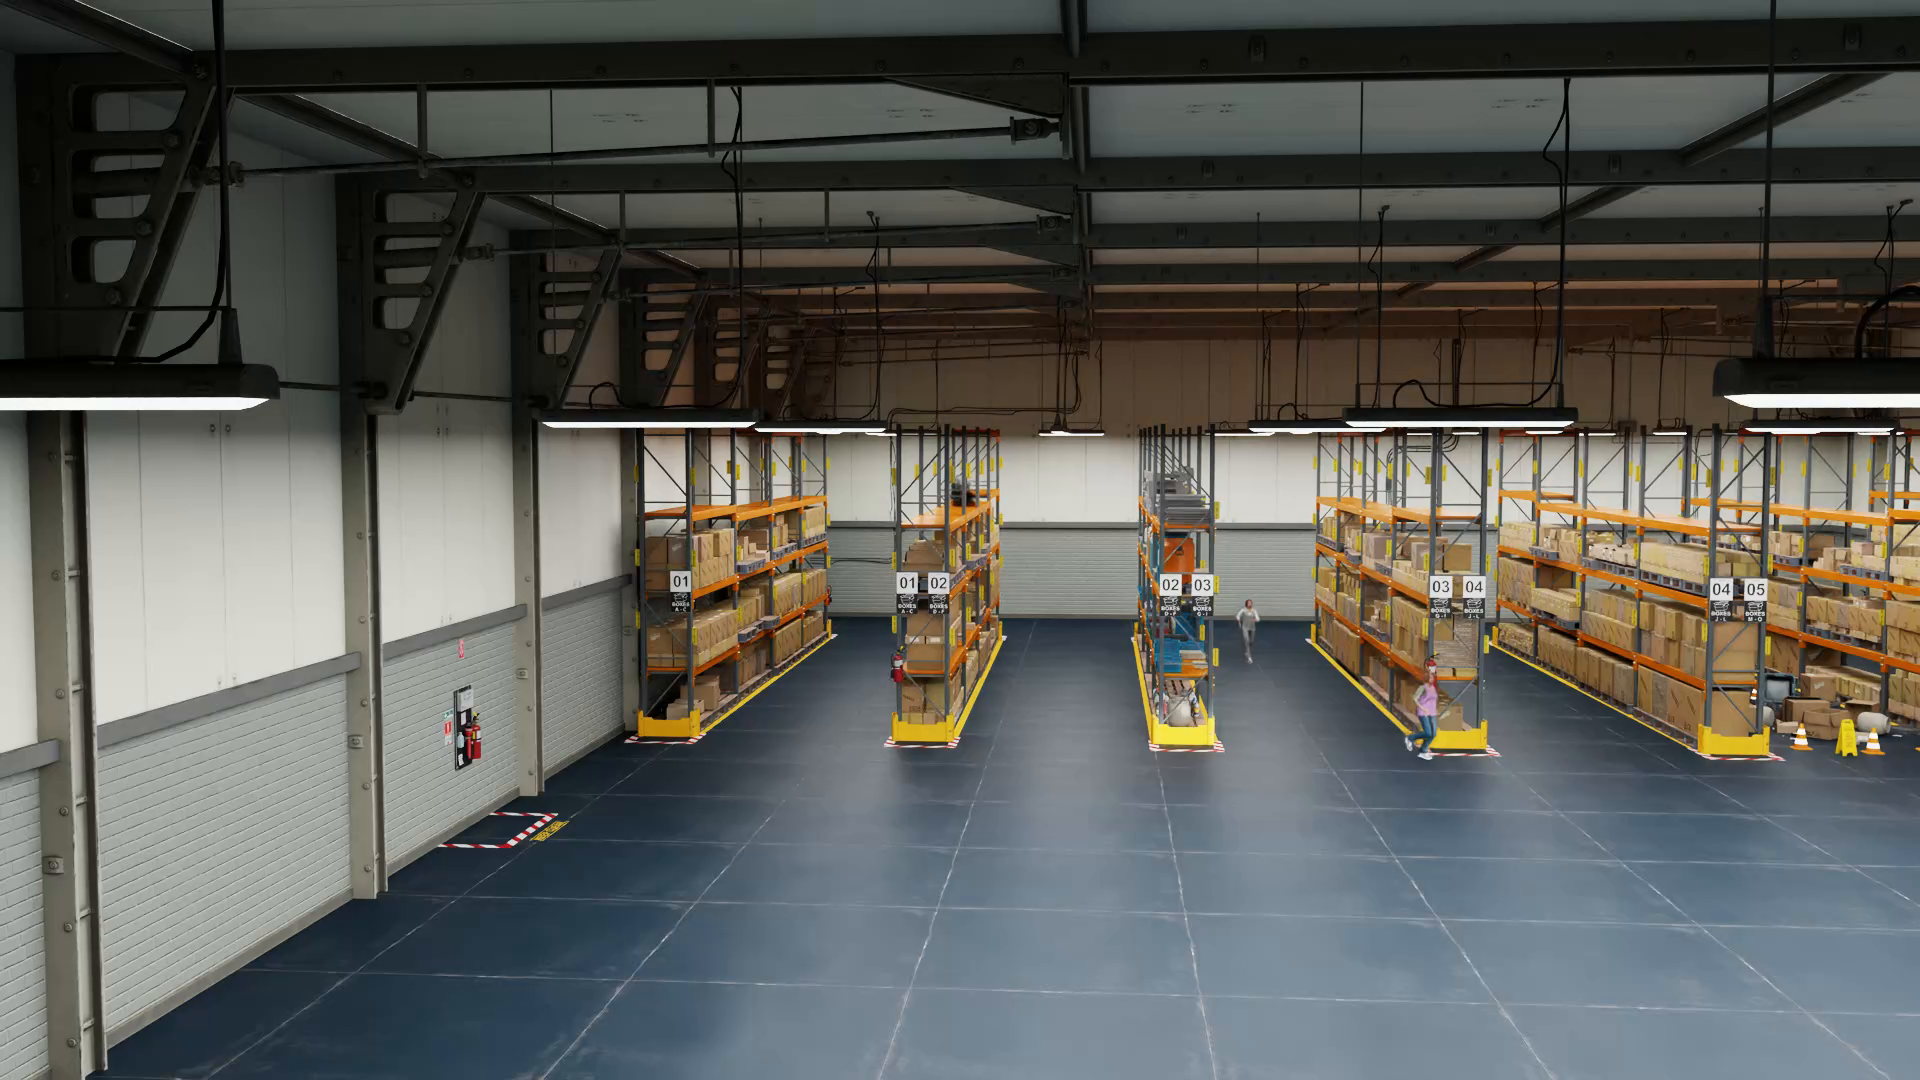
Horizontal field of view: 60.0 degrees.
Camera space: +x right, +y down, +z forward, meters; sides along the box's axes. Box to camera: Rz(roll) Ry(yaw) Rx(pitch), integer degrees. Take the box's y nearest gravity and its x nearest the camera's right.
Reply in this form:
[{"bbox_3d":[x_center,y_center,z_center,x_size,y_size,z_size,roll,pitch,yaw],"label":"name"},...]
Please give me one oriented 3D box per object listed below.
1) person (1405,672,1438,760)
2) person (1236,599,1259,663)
[{"bbox_3d":[8.330,3.138,29.871,0.563,1.549,0.535,-3,4,-39],"label":"person"},{"bbox_3d":[7.388,2.311,42.580,0.531,1.597,0.878,0,3,-7],"label":"person"}]
